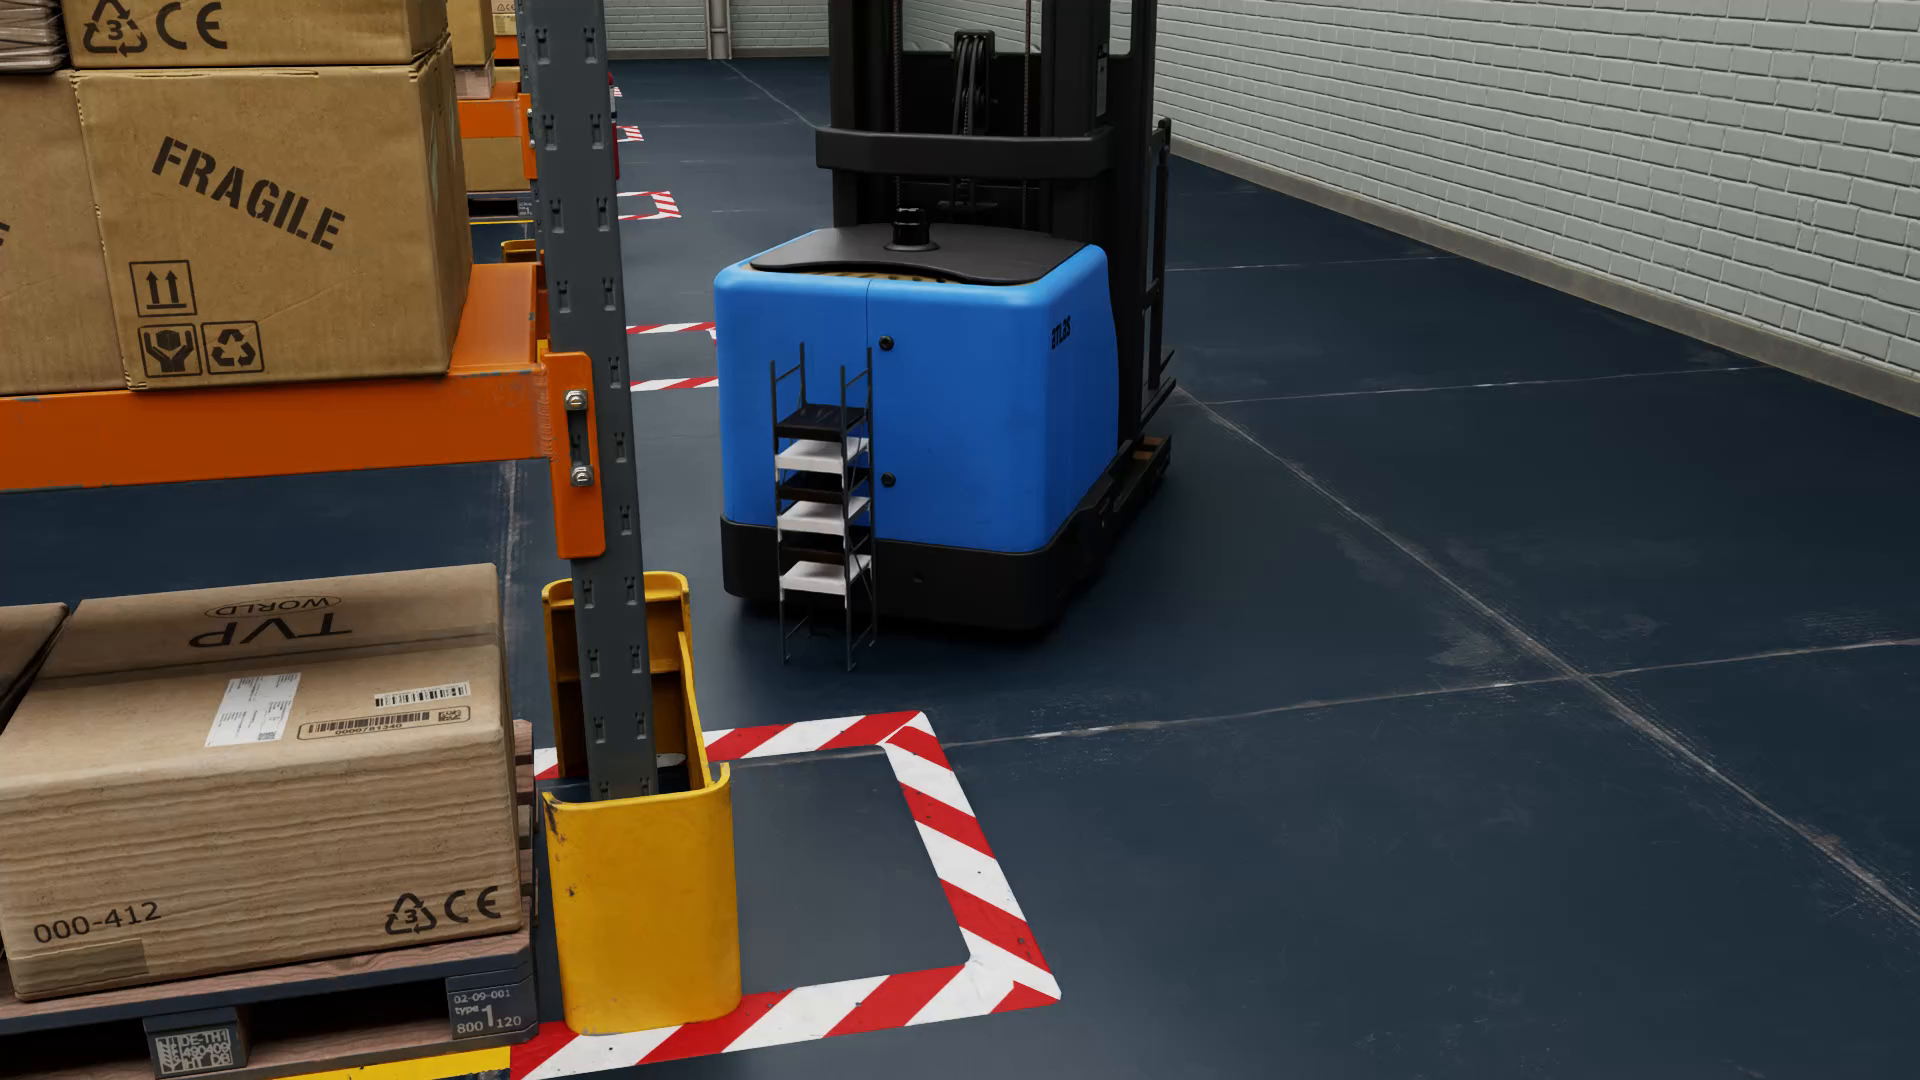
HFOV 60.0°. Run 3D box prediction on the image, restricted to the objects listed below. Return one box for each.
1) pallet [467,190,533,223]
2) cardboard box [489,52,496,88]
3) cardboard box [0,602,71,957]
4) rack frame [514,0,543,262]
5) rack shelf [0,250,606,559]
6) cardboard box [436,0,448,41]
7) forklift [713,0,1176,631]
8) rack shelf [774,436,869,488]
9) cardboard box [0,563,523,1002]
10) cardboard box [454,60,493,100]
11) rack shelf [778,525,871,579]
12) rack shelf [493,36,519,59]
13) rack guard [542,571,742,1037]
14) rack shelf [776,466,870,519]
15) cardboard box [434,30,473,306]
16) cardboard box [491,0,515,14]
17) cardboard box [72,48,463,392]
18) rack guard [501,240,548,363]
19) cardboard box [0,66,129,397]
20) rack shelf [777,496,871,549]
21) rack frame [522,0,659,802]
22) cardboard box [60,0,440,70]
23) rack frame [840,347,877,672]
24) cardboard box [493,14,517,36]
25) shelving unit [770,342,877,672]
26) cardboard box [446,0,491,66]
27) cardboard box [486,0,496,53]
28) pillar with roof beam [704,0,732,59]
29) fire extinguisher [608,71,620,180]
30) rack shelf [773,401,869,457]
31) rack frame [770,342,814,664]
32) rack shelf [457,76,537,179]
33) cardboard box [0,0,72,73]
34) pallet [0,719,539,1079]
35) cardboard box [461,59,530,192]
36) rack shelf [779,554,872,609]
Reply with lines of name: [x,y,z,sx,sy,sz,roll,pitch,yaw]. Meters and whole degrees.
pallet: [-3.788,-2.573,12.532,1.213,0.211,1.003,-5,21,-12]
cardboard box: [-2.375,-2.270,8.015,0.250,0.149,0.380,-5,21,-13]
cardboard box: [-2.255,0.512,3.170,0.875,0.438,0.875,-4,21,-11]
rack frame: [-1.985,-2.304,7.742,0.127,3.000,1.000,-5,21,-12]
rack shelf: [-2.694,-0.159,2.932,4.000,0.370,1.077,-5,21,-12]
cardboard box: [-1.280,-1.228,3.208,0.500,0.500,0.500,-5,21,-14]
forklift: [0.190,-1.583,5.875,1.130,2.935,3.031,6,21,16]
rack shelf: [-0.383,-0.230,4.709,0.200,0.077,0.258,6,21,15]
cardboard box: [-1.367,0.437,3.375,0.875,0.438,0.875,-5,21,-14]
cardboard box: [-2.237,-2.065,7.457,0.250,0.149,0.380,-5,21,-12]
rack shelf: [-0.383,0.023,4.801,0.200,0.077,0.258,6,21,15]
rack shelf: [-4.974,-3.476,11.988,4.000,0.370,1.077,-5,21,-12]
rack guard: [-0.724,0.517,3.676,0.348,0.500,1.175,-5,21,-12]
rack shelf: [-0.383,-0.146,4.740,0.200,0.077,0.258,6,21,15]
cardboard box: [-1.280,-0.760,3.382,0.500,0.500,0.500,-5,21,-13]
cardboard box: [-3.438,-3.914,11.924,0.500,0.250,0.500,-5,21,-13]
cardboard box: [-1.156,-0.575,2.878,0.500,0.500,0.500,-5,21,-12]
rack guard: [-2.059,-1.124,8.156,0.348,0.500,1.175,-5,21,-12]
cardboard box: [-1.648,-0.540,2.783,0.500,0.500,0.500,-5,21,-14]
rack shelf: [-0.383,-0.061,4.770,0.200,0.077,0.258,6,21,15]
rack frame: [-0.747,-0.655,3.241,0.127,3.000,1.000,-5,21,-12]
cardboard box: [-1.162,-1.053,2.730,0.500,0.500,0.500,-4,20,-11]
rack frame: [-0.286,-0.083,4.732,0.006,0.900,0.240,6,21,15]
cardboard box: [-3.298,-3.716,11.962,0.250,0.149,0.380,-4,21,-11]
shelving unit: [-0.383,-0.093,4.759,0.210,0.900,0.258,6,21,15]
cardboard box: [-2.363,-2.369,7.342,0.500,0.500,0.500,-4,21,-11]
cardboard box: [-2.485,-2.547,7.829,0.500,0.500,0.500,-4,20,-10]
pillar with roof beam: [-3.028,-10.825,22.283,0.400,9.000,9.100,-5,21,-12]
fire extinguisher: [-1.633,-1.958,7.452,0.183,0.674,0.296,-5,21,-12]
rack shelf: [-0.383,-0.315,4.678,0.200,0.077,0.258,6,21,15]
rack frame: [-0.481,-0.102,4.786,0.006,0.900,0.240,6,21,15]
rack shelf: [-3.931,-1.808,7.434,4.000,0.370,1.077,-5,21,-12]
cardboard box: [-1.664,-1.002,2.590,0.500,0.500,0.500,-5,21,-12]
pallet: [-1.507,0.744,3.476,1.213,0.211,1.003,-5,21,-12]
cardboard box: [-3.632,-3.094,12.378,0.875,0.875,0.875,-5,21,-12]
rack shelf: [-0.383,0.108,4.832,0.200,0.077,0.258,6,21,15]
